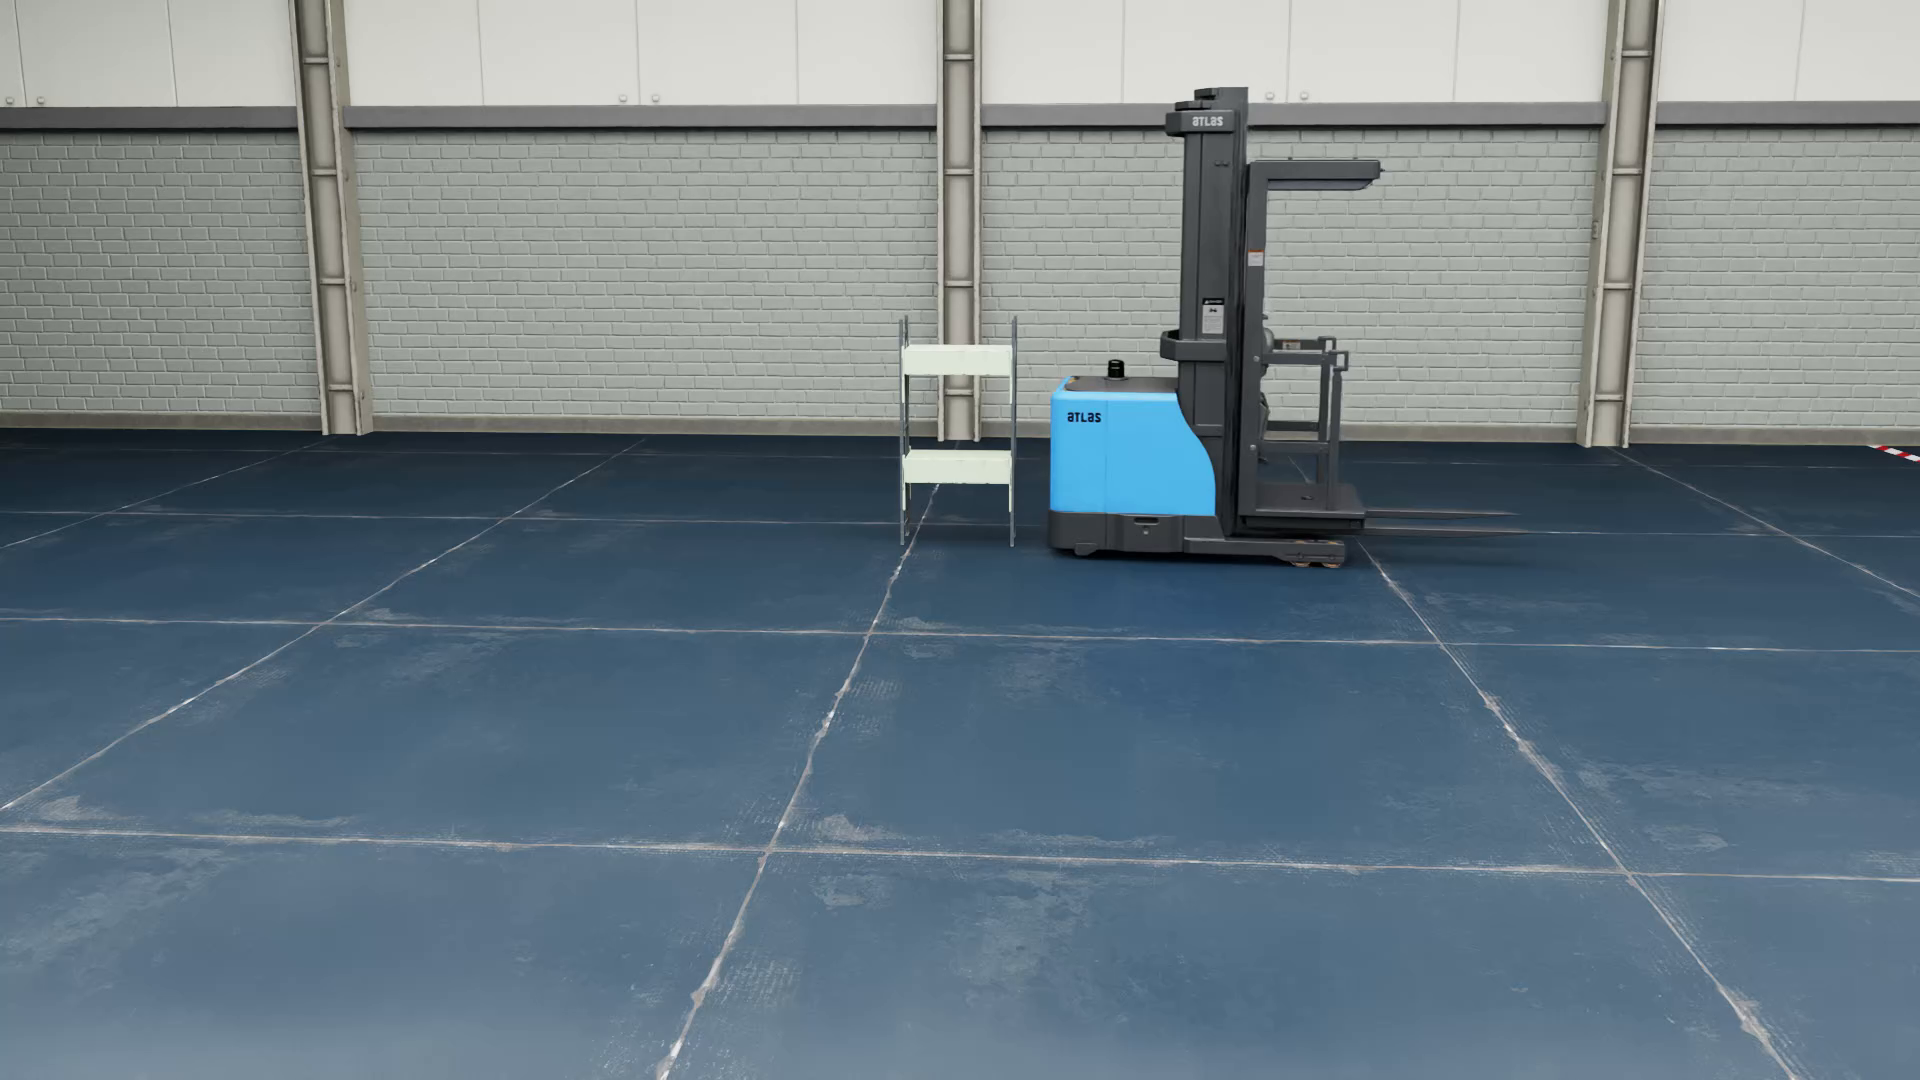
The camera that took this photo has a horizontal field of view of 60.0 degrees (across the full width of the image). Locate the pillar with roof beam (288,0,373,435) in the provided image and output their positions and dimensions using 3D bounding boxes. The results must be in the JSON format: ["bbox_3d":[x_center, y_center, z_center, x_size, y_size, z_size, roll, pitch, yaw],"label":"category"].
[{"bbox_3d":[-6.277,-4.576,11.166,0.400,9.000,9.100,1,12,4],"label":"pillar with roof beam"}]

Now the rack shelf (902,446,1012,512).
[{"bbox_3d":[-0.007,-0.415,11.182,0.720,0.370,0.431,1,12,4],"label":"rack shelf"}]

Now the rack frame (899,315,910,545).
[{"bbox_3d":[-0.372,-0.739,11.139,0.023,1.500,0.400,1,12,4],"label":"rack frame"}]

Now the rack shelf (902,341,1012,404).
[{"bbox_3d":[-0.007,-1.116,11.035,0.720,0.370,0.431,1,12,4],"label":"rack shelf"}]

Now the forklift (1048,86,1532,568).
[{"bbox_3d":[2.127,-1.374,10.680,3.031,2.935,1.130,2,12,8],"label":"forklift"}]

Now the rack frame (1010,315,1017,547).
[{"bbox_3d":[0.359,-0.729,11.091,0.023,1.500,0.400,1,12,4],"label":"rack frame"}]

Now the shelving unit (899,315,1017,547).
[{"bbox_3d":[-0.007,-0.734,11.115,0.755,1.500,0.431,1,12,4],"label":"shelving unit"}]

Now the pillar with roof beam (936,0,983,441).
[{"bbox_3d":[-0.291,-4.494,10.773,0.400,9.000,9.100,1,12,4],"label":"pillar with roof beam"}]

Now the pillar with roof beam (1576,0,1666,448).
[{"bbox_3d":[5.696,-4.412,10.381,0.400,9.000,9.100,1,12,4],"label":"pillar with roof beam"}]
